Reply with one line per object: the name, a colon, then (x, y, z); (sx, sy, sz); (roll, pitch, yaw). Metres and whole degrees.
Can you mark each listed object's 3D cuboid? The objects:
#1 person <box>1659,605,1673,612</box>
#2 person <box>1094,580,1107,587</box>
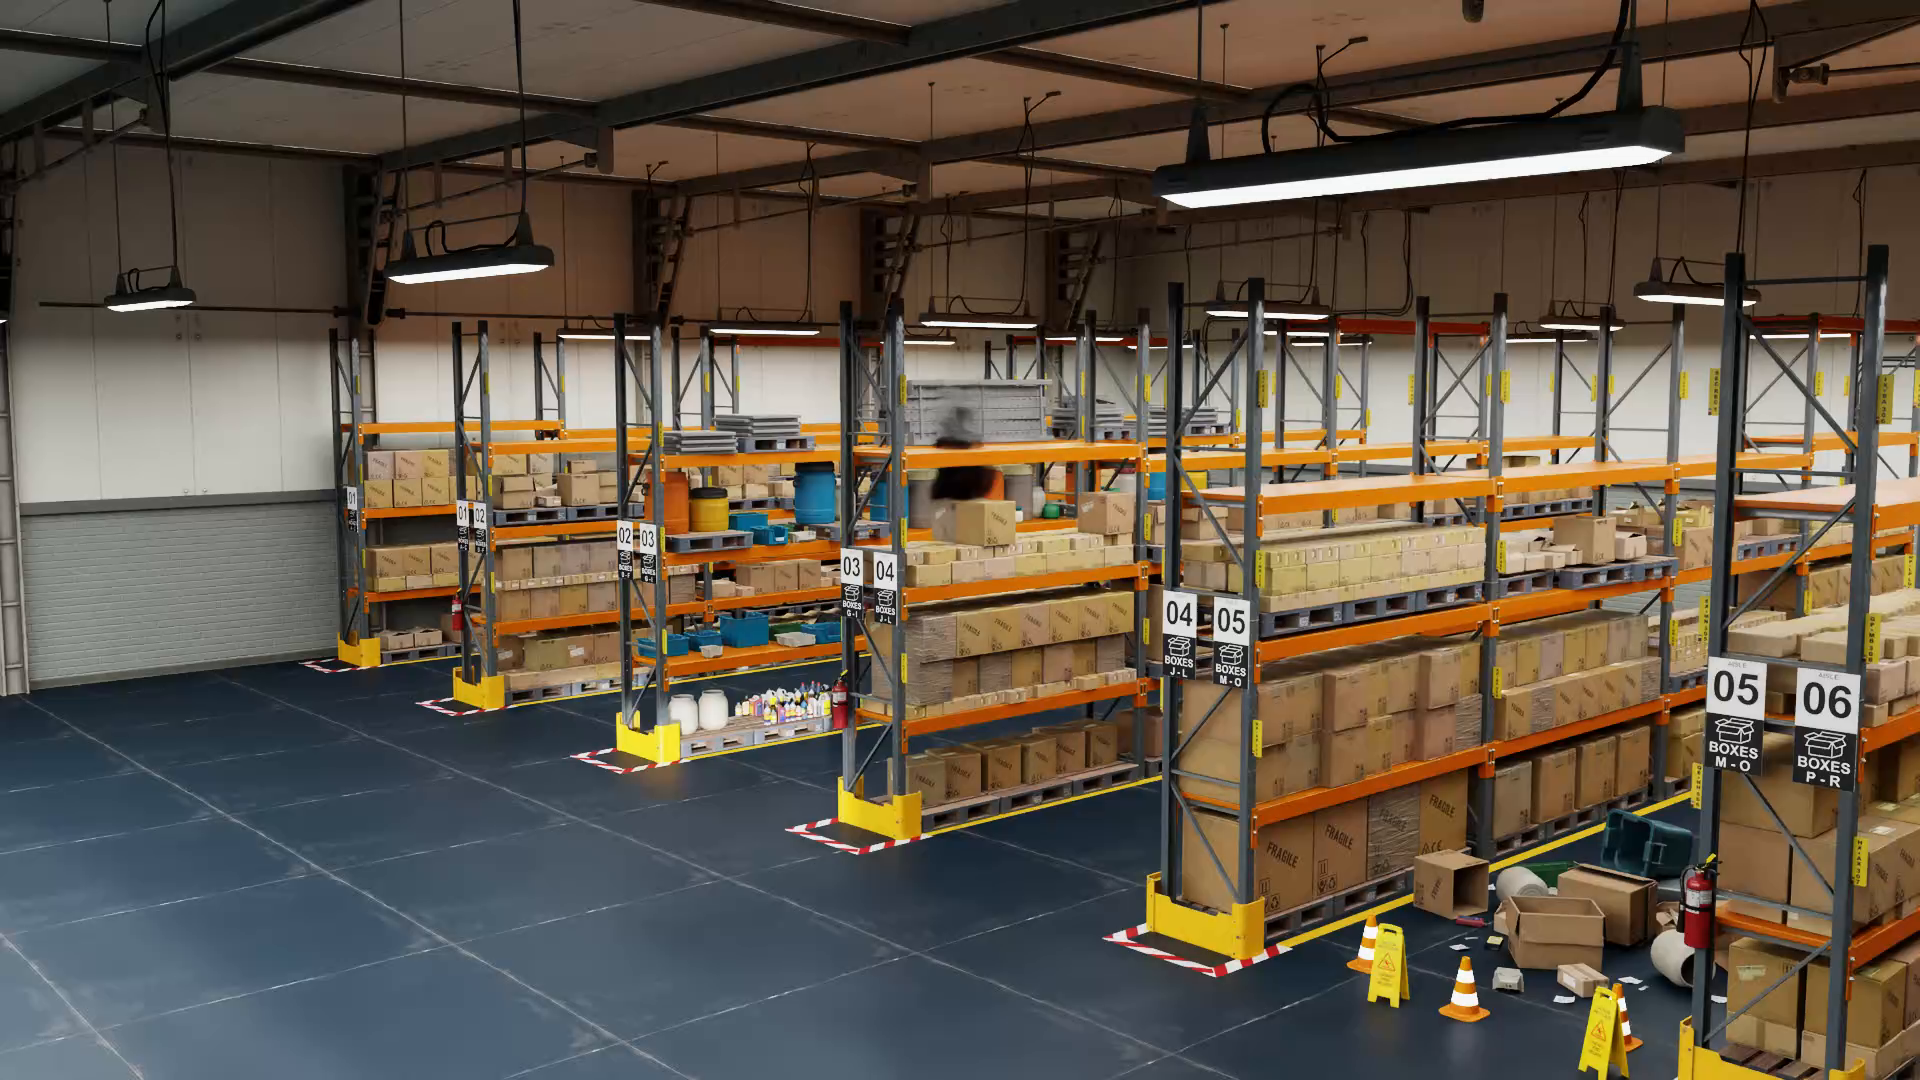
person: (10.771, 1.827, 25.242); (0.820, 1.786, 0.644); (-4, 7, -37)
person: (2.810, 1.084, 32.586); (0.634, 1.822, 0.800); (5, 7, 38)
